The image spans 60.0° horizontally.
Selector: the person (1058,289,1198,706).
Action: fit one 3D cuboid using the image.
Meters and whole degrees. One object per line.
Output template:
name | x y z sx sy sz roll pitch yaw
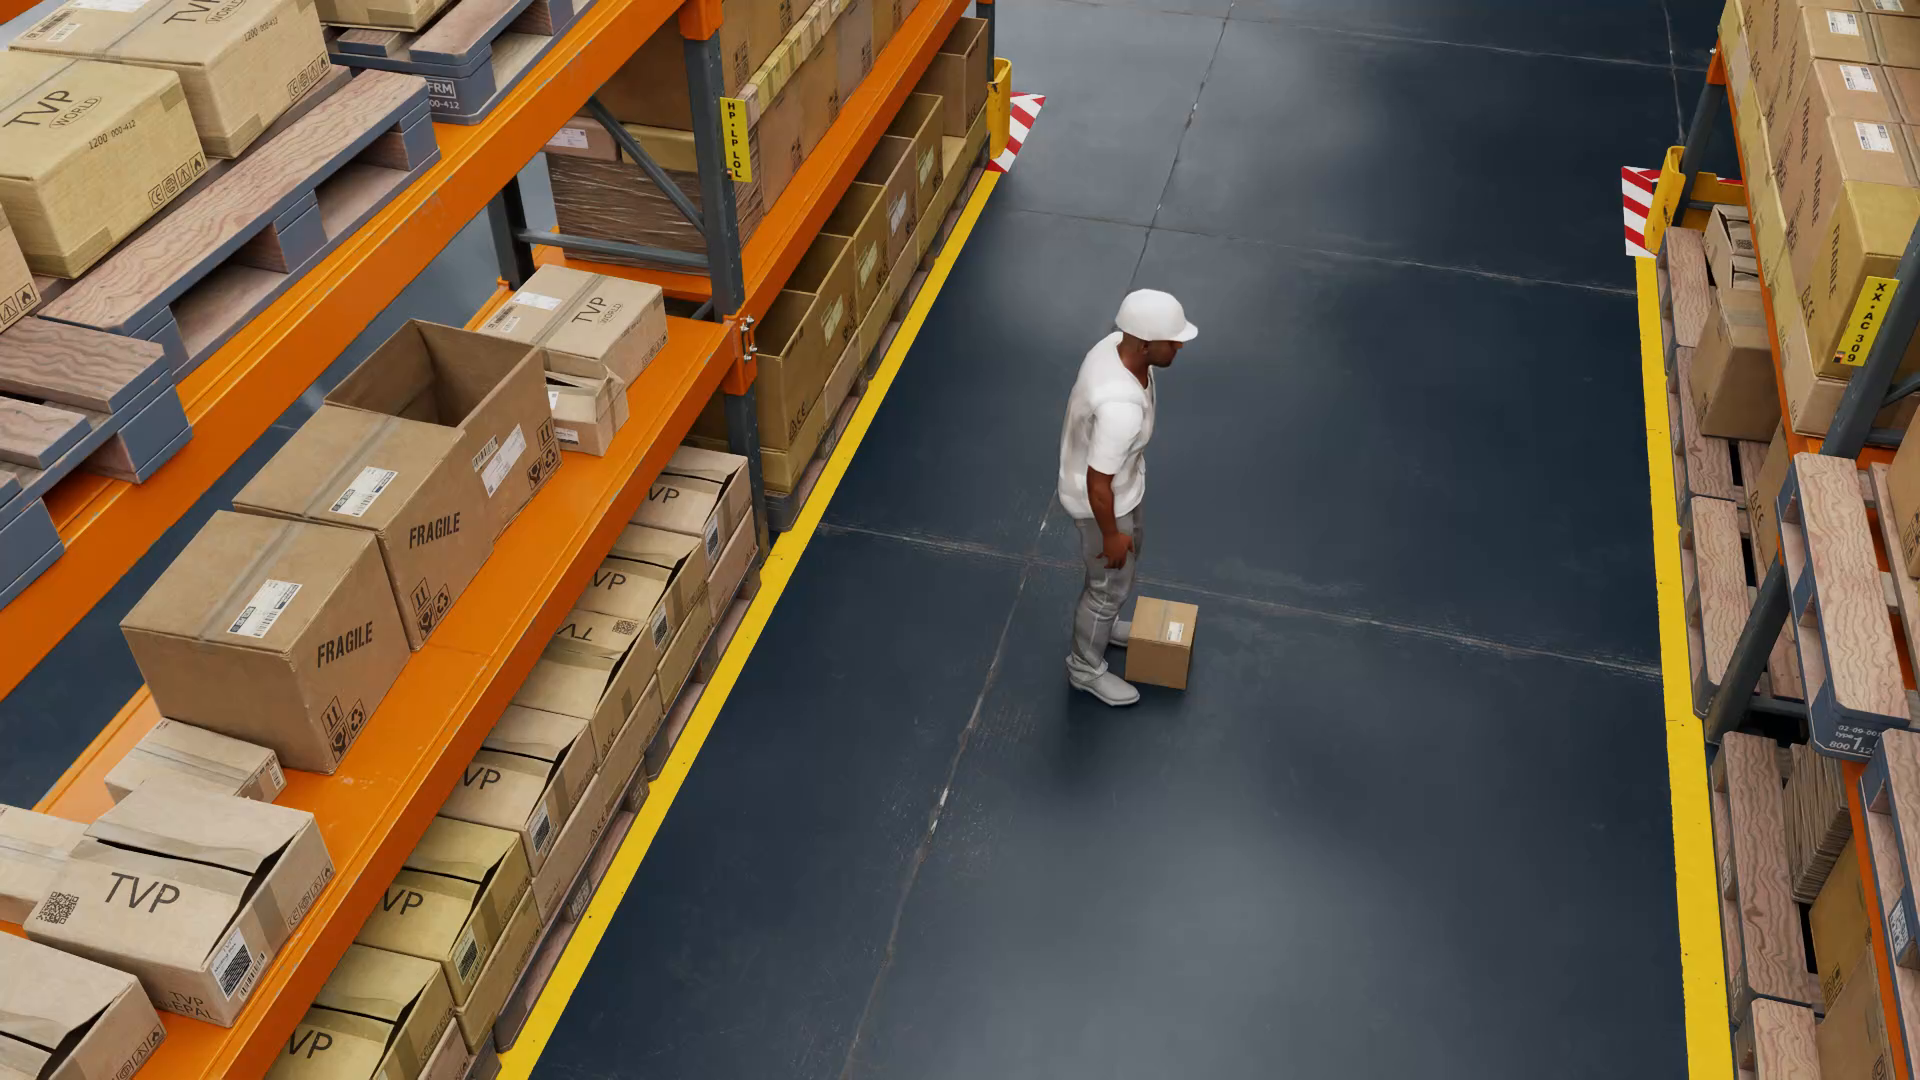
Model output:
person | 0.607 -0.187 6.362 0.462 1.759 0.632 8 41 9
